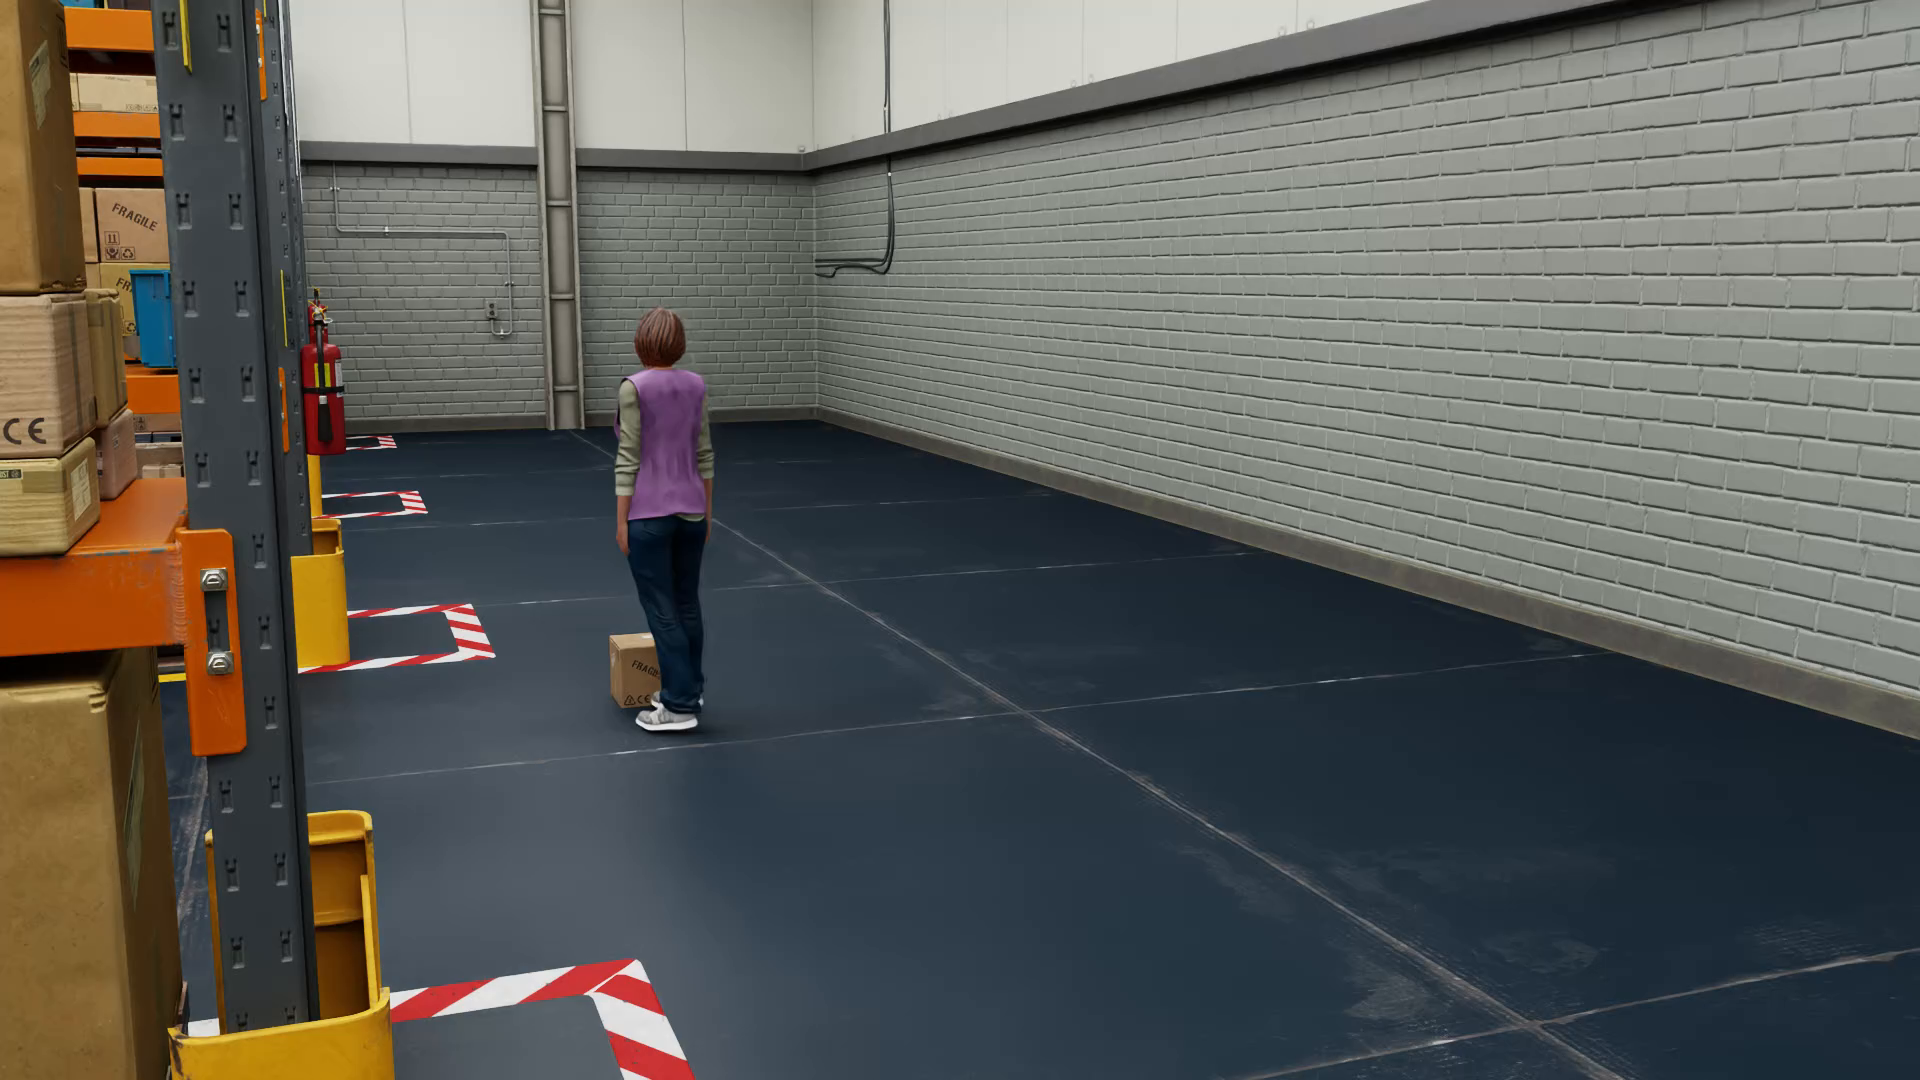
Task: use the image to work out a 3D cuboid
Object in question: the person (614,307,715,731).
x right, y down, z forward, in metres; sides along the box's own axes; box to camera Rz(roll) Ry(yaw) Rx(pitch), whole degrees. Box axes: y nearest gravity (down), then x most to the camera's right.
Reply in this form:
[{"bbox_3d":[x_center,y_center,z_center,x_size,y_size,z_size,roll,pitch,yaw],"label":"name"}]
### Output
[{"bbox_3d":[-1.160,-0.080,6.338,0.437,1.601,0.522,-8,12,-42],"label":"person"}]
